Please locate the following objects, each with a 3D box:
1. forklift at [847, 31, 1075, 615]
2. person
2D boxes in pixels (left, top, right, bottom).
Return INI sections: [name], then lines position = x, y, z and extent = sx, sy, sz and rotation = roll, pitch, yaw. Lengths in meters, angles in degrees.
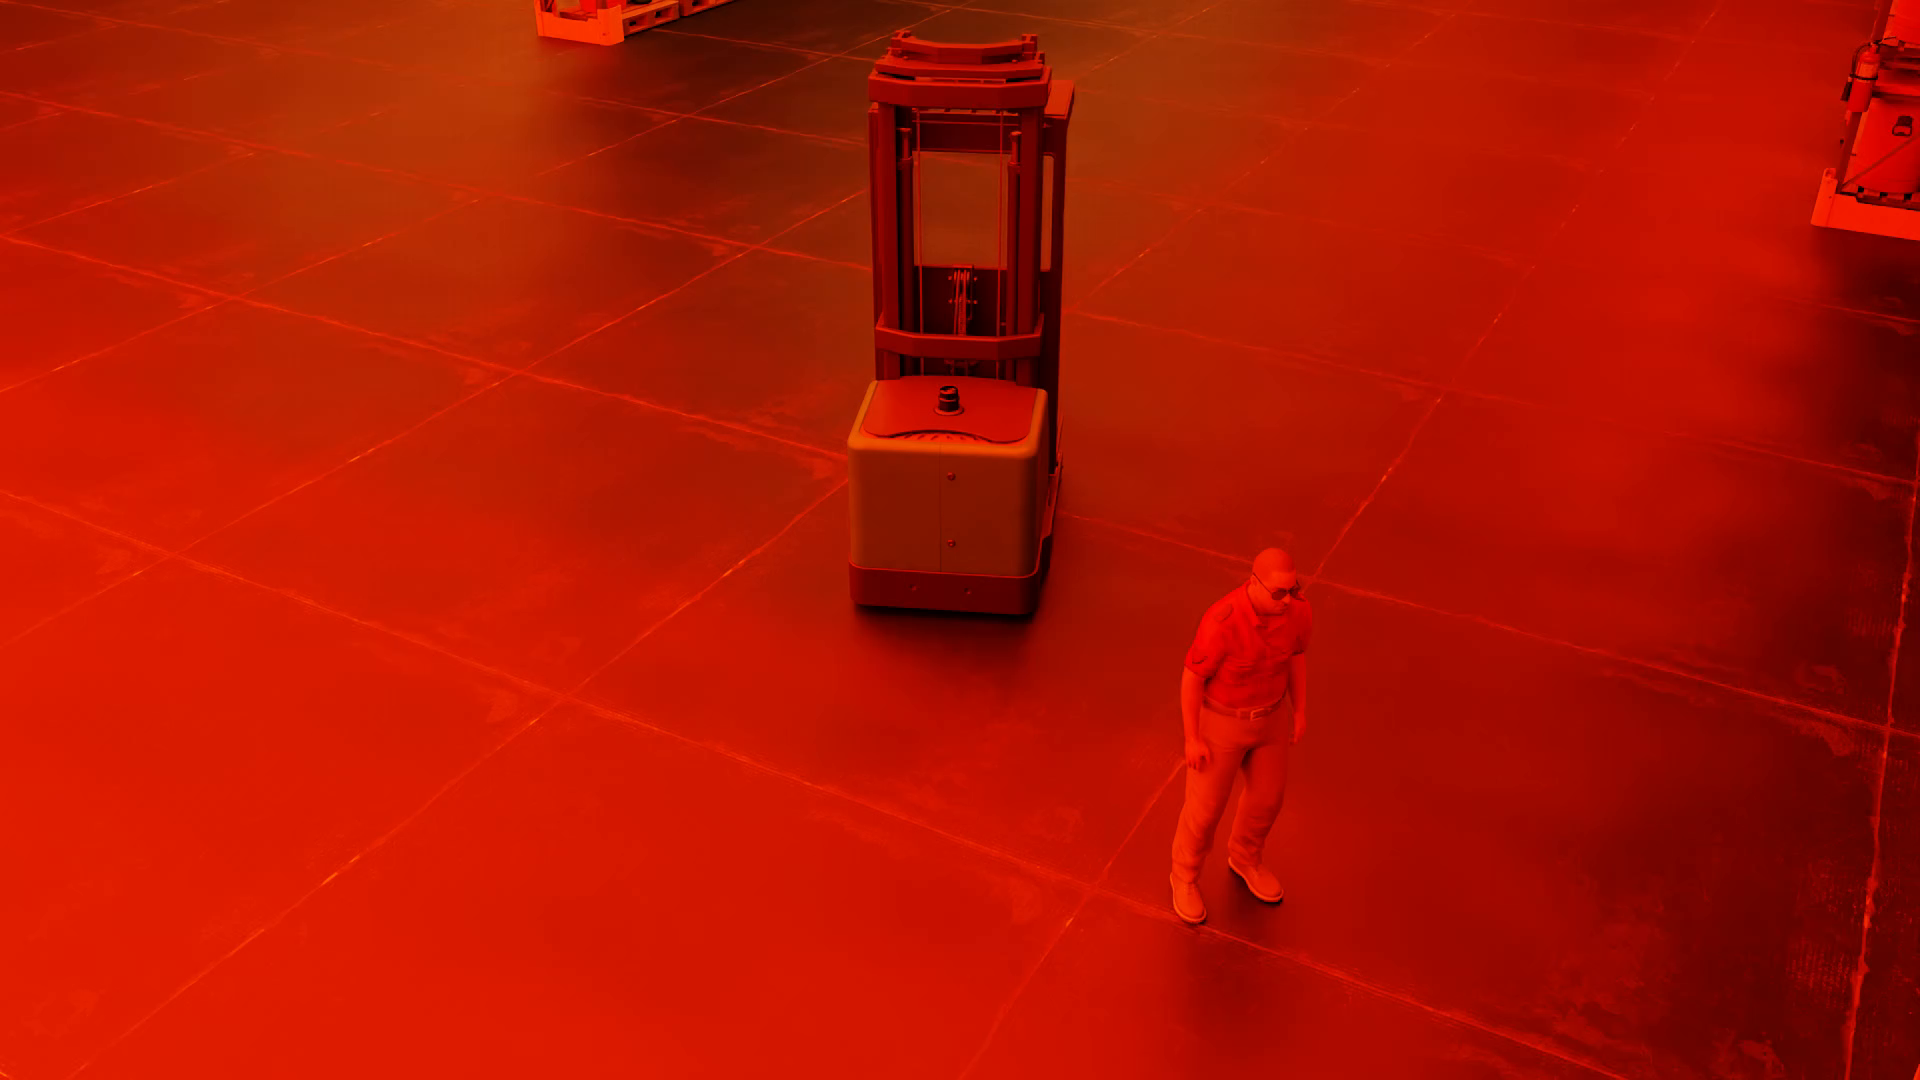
[forklift]
position = 0.072, -1.572, 9.794
extent = 1.130, 2.935, 3.031
rotation = 3, 30, 6
[person]
position = 1.181, 0.775, 6.930
extent = 0.607, 1.727, 0.397
rotation = -12, 32, -20
